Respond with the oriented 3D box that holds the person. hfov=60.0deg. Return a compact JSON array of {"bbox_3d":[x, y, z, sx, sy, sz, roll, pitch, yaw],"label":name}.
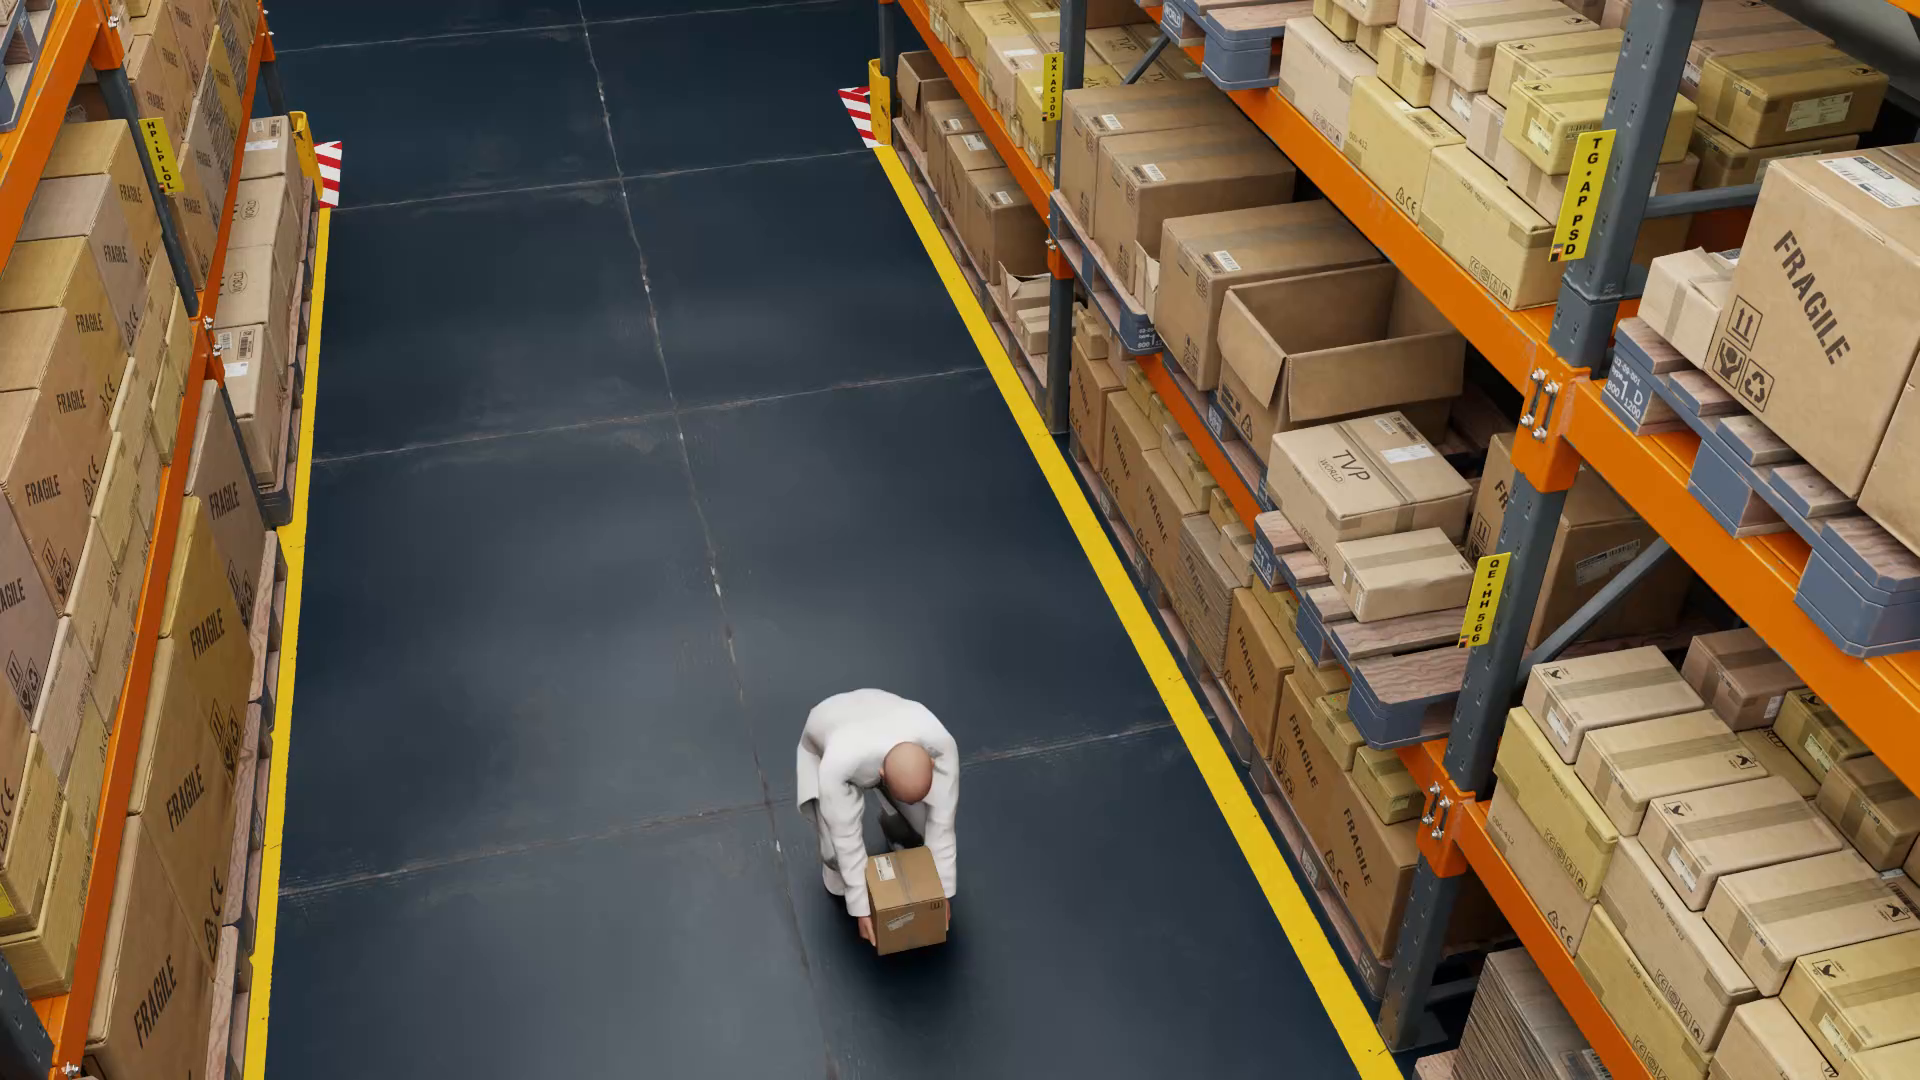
[{"bbox_3d":[-0.306,0.956,6.144,0.577,0.984,0.930,-10,39,-13],"label":"person"}]
